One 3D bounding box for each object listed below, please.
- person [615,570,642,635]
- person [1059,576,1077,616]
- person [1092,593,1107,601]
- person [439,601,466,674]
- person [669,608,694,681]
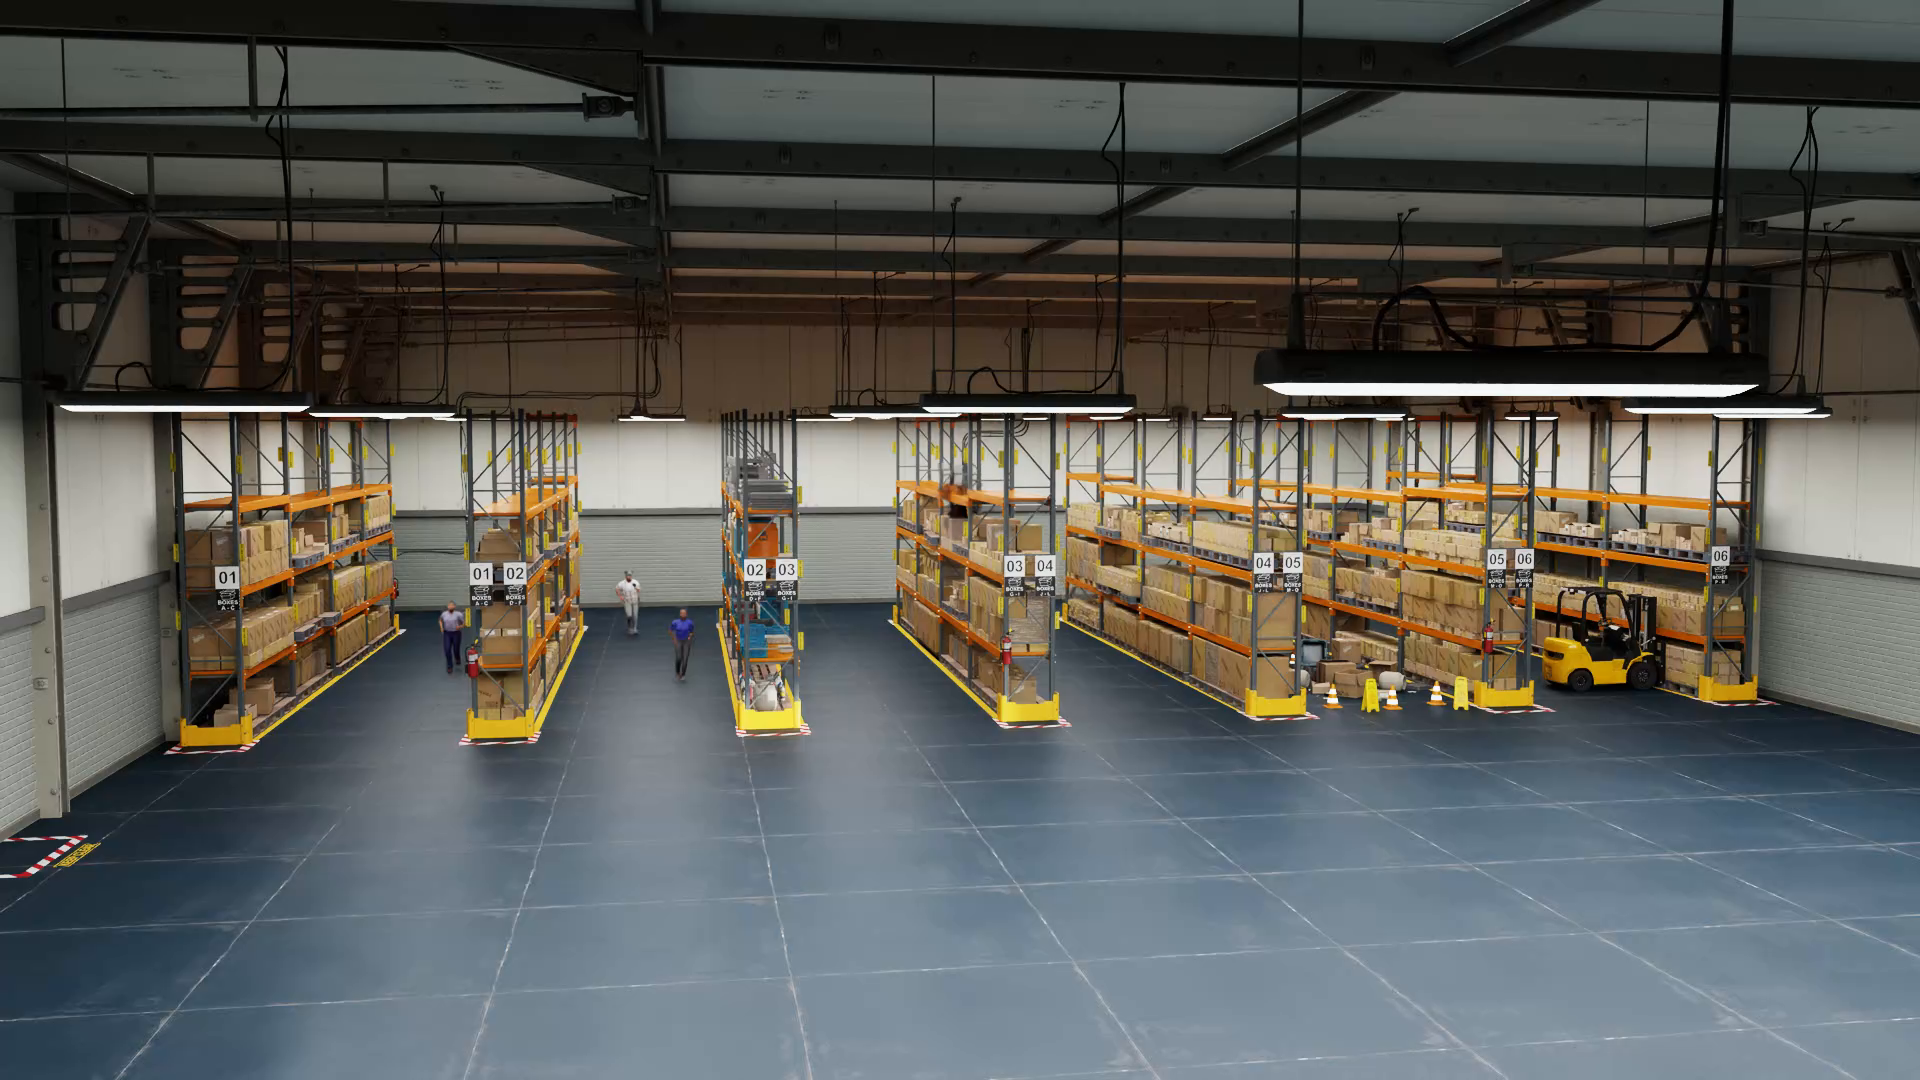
[{"bbox_3d":[-8.970,1.710,45.163,0.672,1.807,0.754,-2,4,-23],"label":"person"},{"bbox_3d":[3.352,1.413,49.864,0.747,1.771,0.678,-1,4,-8],"label":"person"},{"bbox_3d":[4.217,1.454,49.725,0.677,1.714,0.629,2,4,25],"label":"person"},{"bbox_3d":[-11.714,2.217,38.353,0.648,1.625,0.899,0,4,-6],"label":"person"},{"bbox_3d":[-6.154,2.330,36.890,0.542,1.619,0.611,-1,4,-18],"label":"person"}]
